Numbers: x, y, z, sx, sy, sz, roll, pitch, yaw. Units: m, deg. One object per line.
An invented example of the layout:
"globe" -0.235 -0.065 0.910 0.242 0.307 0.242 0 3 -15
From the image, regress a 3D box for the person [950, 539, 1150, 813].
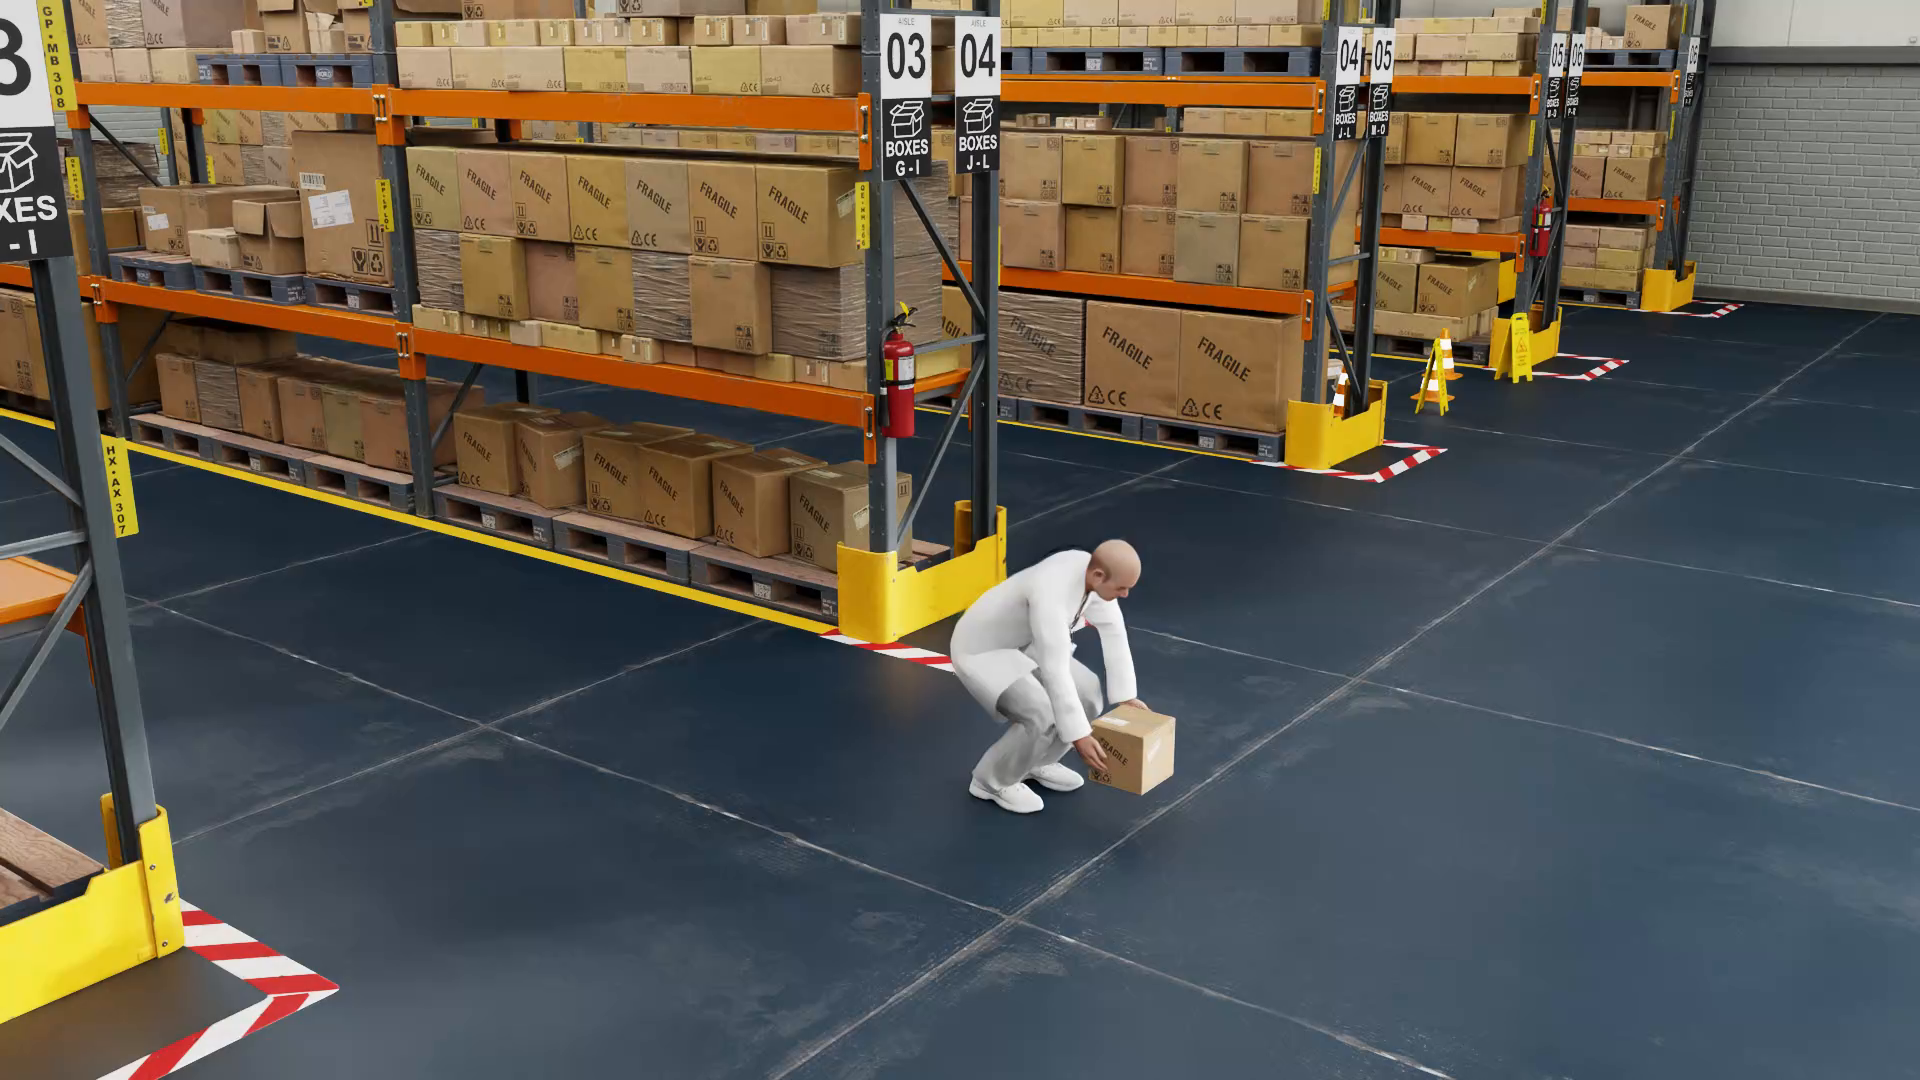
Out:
"person" 0.360 0.518 6.878 0.836 1.169 0.625 12 20 35
